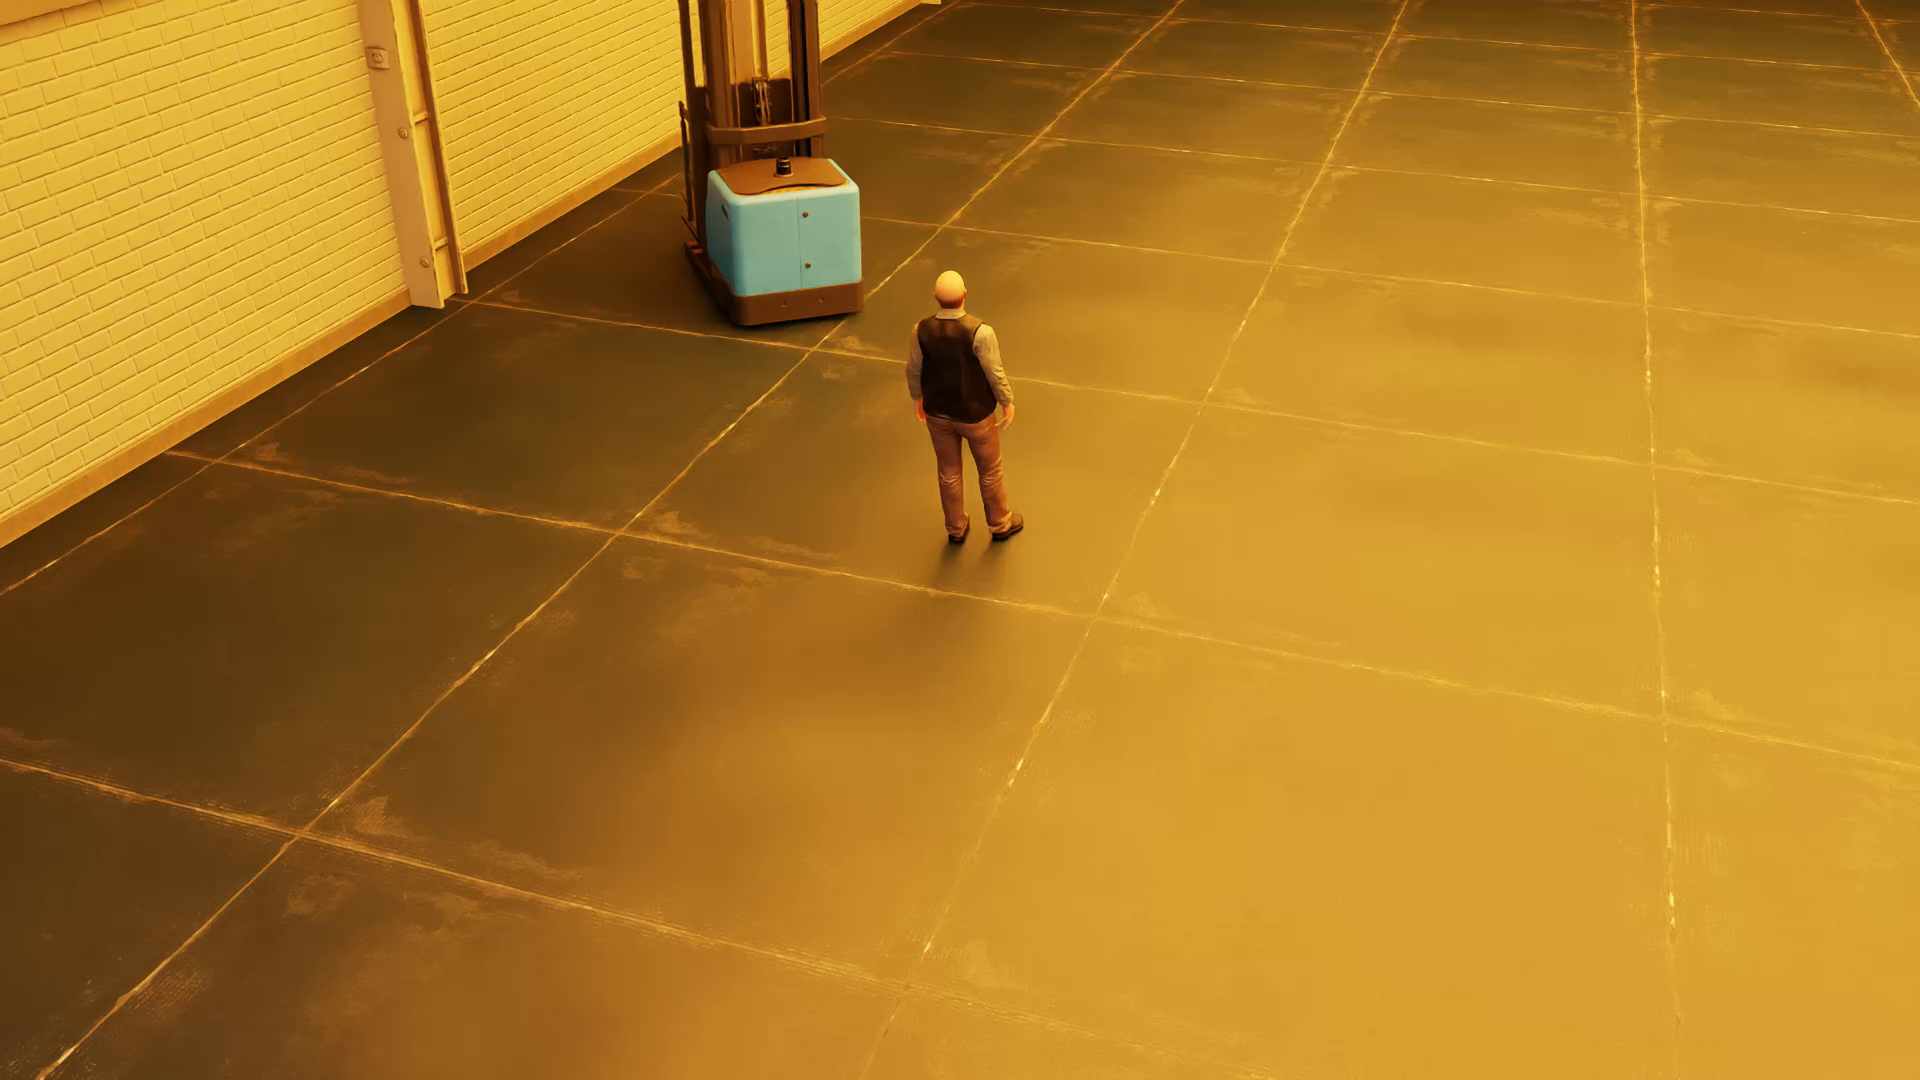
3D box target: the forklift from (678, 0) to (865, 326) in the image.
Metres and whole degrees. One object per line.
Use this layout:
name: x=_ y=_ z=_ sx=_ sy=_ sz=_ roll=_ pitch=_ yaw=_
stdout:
forklift: x=-1.732 y=-3.645 z=13.531 sx=1.130 sy=2.935 sz=3.031 roll=-10 pitch=31 yaw=-17

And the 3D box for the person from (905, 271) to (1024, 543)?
person: x=0.028 y=-0.782 z=9.715 sx=0.632 sy=1.720 sz=0.568 roll=10 pitch=31 yaw=16
